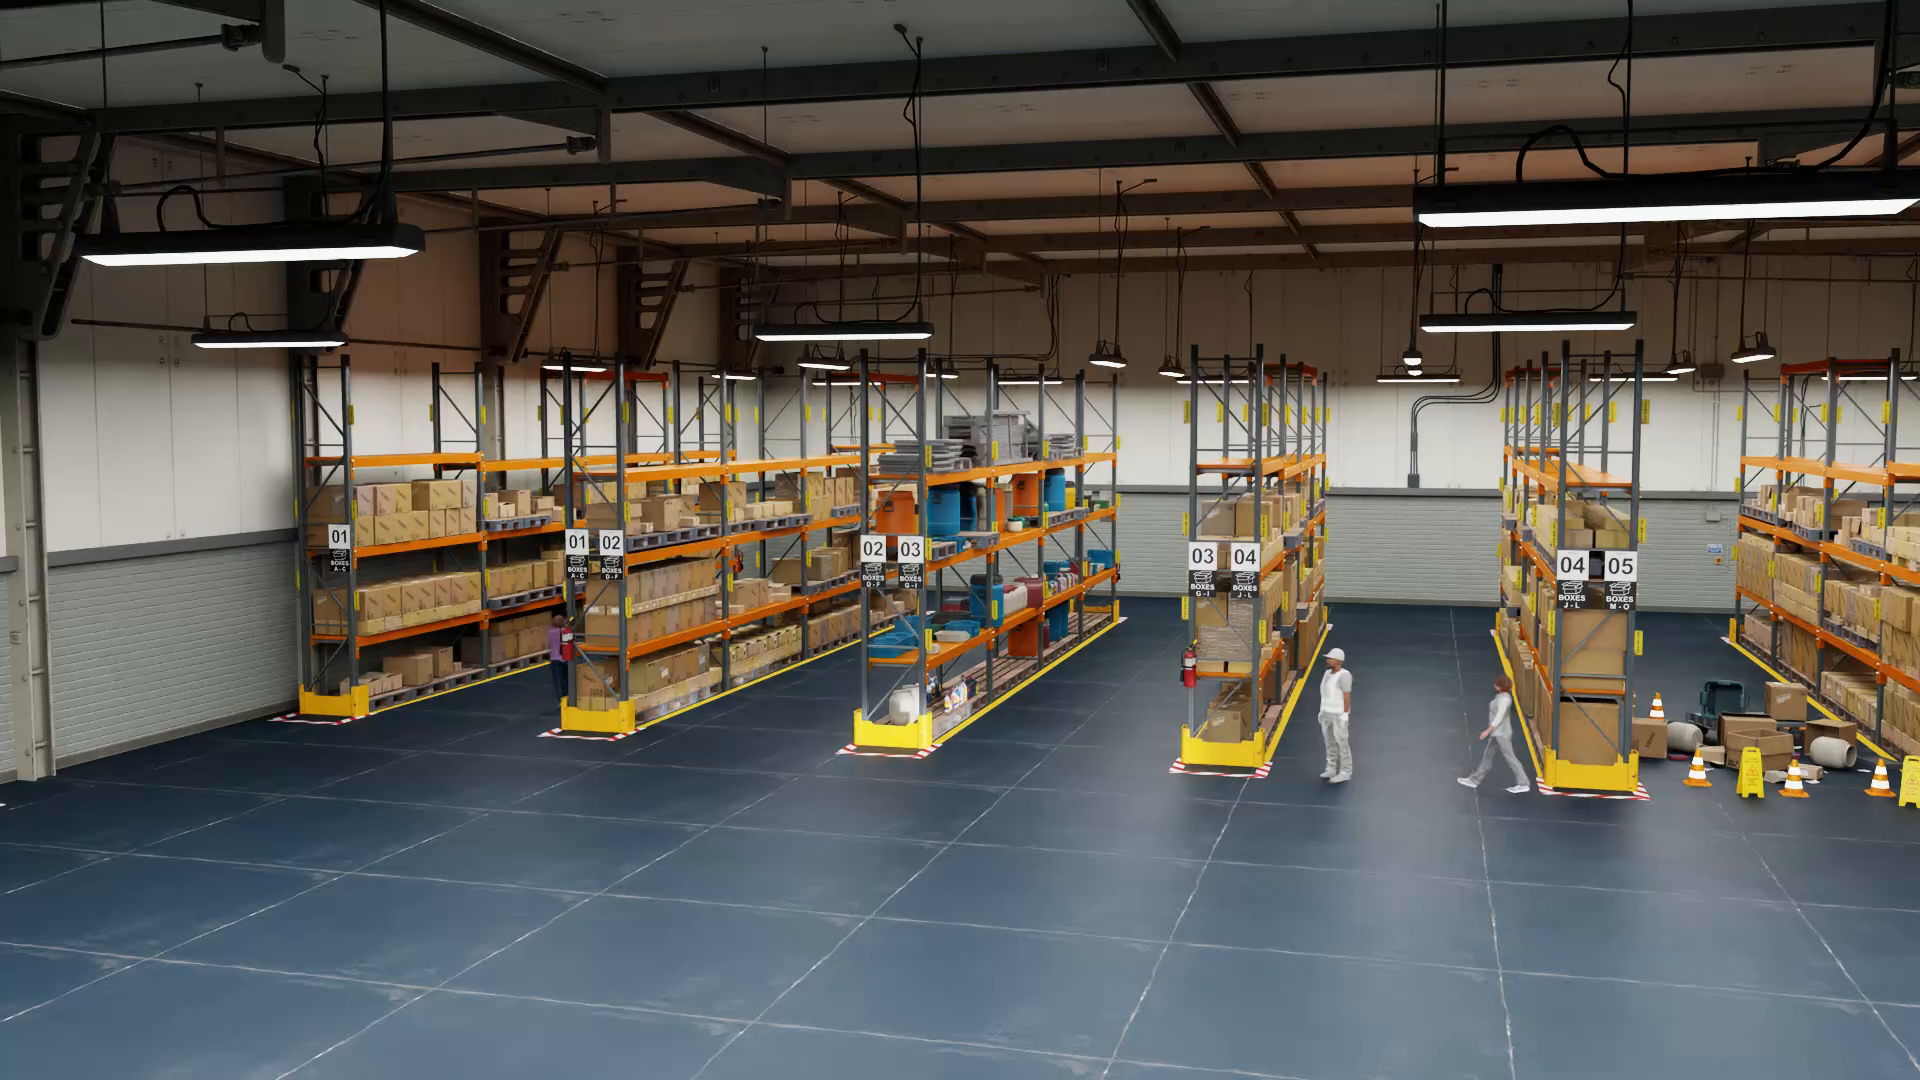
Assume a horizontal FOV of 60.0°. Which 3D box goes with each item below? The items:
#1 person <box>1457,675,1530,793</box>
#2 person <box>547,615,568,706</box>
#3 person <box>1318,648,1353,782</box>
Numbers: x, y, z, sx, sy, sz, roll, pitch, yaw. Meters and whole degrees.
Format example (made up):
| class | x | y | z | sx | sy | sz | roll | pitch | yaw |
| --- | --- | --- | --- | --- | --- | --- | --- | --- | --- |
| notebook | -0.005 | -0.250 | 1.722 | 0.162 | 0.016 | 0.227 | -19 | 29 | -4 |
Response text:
| class | x | y | z | sx | sy | sz | roll | pitch | yaw |
| --- | --- | --- | --- | --- | --- | --- | --- | --- | --- |
| person | 7.074 | 2.558 | 22.004 | 0.924 | 1.547 | 0.524 | 1 | 4 | 16 |
| person | -6.901 | 2.106 | 28.627 | 0.383 | 1.639 | 0.729 | -2 | 5 | -21 |
| person | 5.149 | 2.391 | 22.885 | 0.425 | 1.788 | 0.618 | -2 | 5 | -27 |
